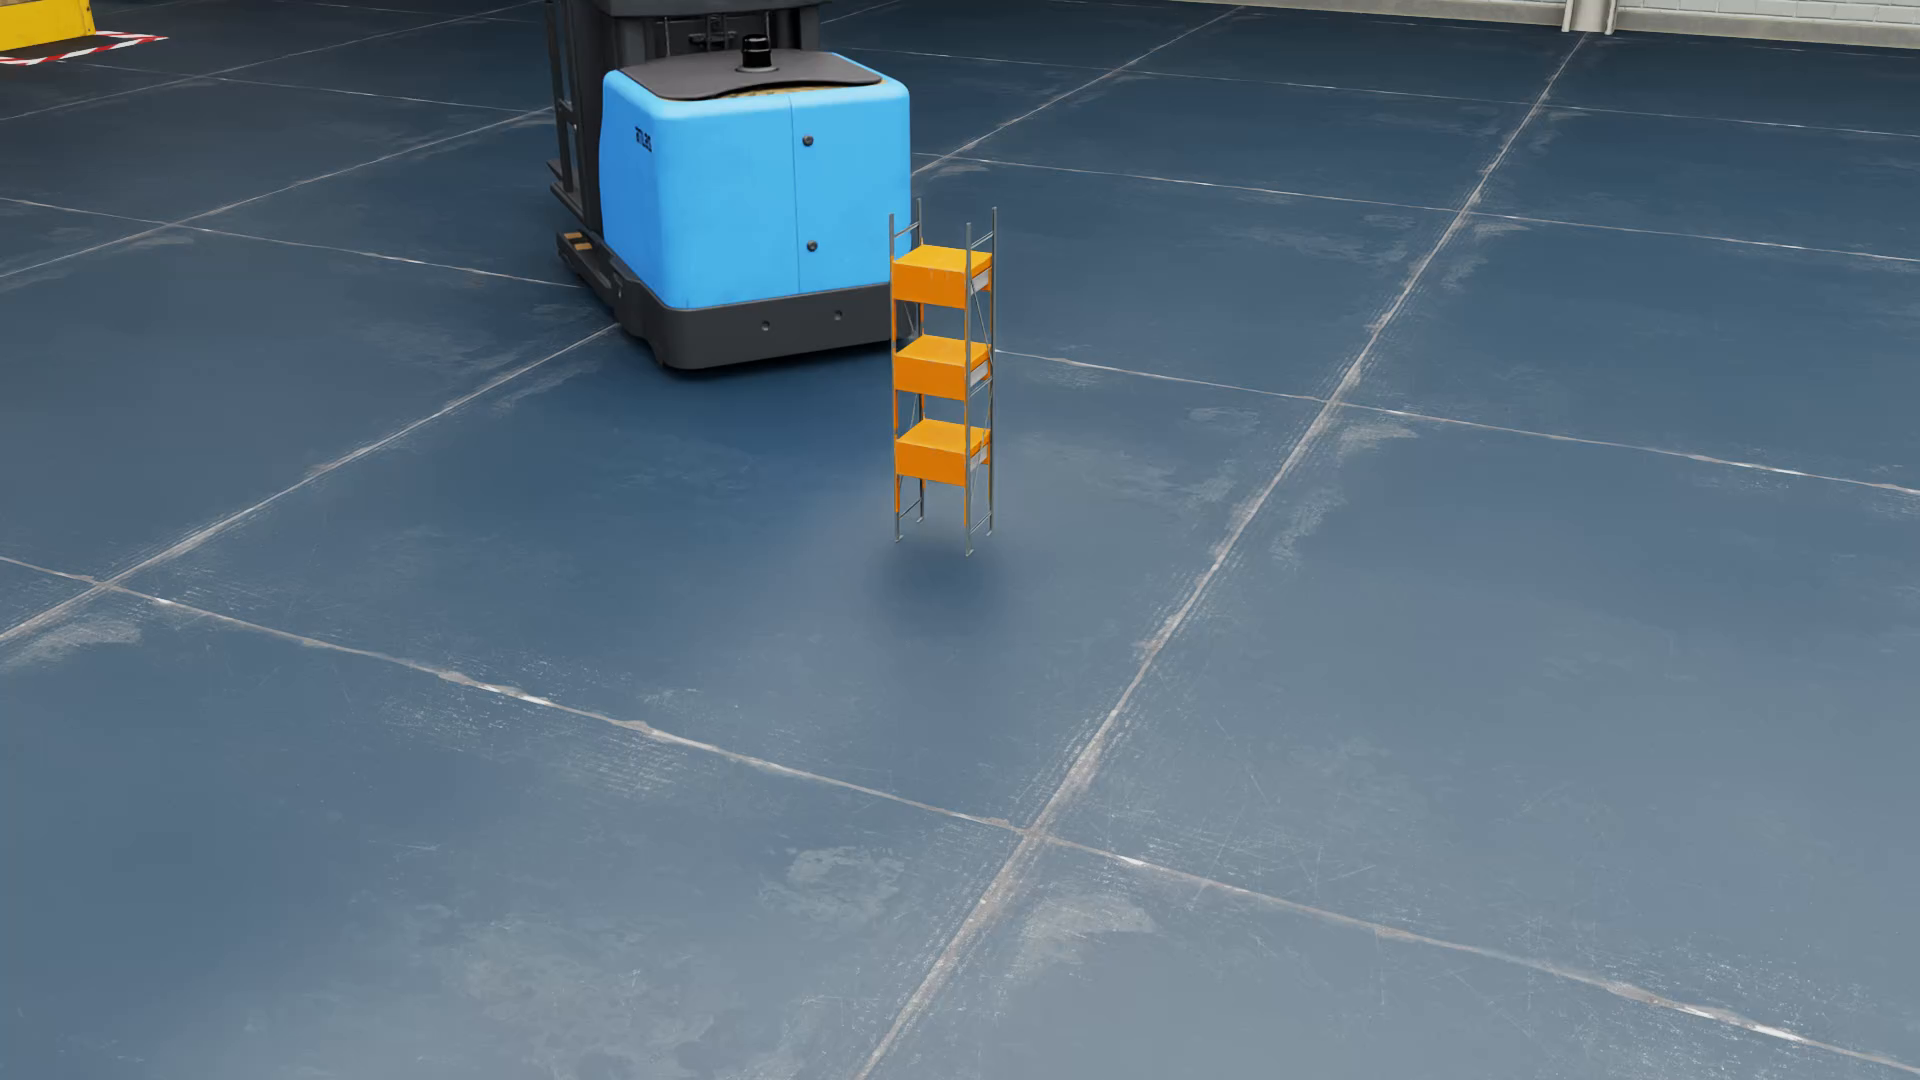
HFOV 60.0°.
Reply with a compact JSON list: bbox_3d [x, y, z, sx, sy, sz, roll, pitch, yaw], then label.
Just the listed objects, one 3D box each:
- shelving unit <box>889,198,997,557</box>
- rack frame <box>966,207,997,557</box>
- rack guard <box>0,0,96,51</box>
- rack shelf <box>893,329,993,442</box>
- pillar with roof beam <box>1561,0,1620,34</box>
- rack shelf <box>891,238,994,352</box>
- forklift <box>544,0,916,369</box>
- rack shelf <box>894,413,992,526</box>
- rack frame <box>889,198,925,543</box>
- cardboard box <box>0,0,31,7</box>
[{"bbox_3d":[-0.049,-0.481,5.038,0.252,1.050,0.215,11,28,22],"label":"shelving unit"},{"bbox_3d":[0.062,-0.458,4.993,0.008,1.050,0.200,11,28,22],"label":"rack frame"},{"bbox_3d":[-7.523,-4.216,13.247,0.348,0.500,1.175,11,28,22],"label":"rack guard"},{"bbox_3d":[-0.049,-0.471,5.043,0.240,0.259,0.215,11,28,22],"label":"rack shelf"},{"bbox_3d":[3.478,-6.576,8.419,0.400,9.000,9.100,11,28,22],"label":"pillar with roof beam"},{"bbox_3d":[-0.049,-0.726,4.917,0.240,0.259,0.215,11,28,22],"label":"rack shelf"},{"bbox_3d":[-1.256,-2.598,7.208,1.130,2.935,3.031,-12,28,-22],"label":"forklift"},{"bbox_3d":[-0.049,-0.222,5.165,0.240,0.259,0.215,11,28,22],"label":"rack shelf"},{"bbox_3d":[-0.160,-0.503,5.083,0.008,1.050,0.200,11,28,22],"label":"rack frame"},{"bbox_3d":[-8.074,-4.537,13.706,0.500,0.250,0.500,11,28,21],"label":"cardboard box"}]
